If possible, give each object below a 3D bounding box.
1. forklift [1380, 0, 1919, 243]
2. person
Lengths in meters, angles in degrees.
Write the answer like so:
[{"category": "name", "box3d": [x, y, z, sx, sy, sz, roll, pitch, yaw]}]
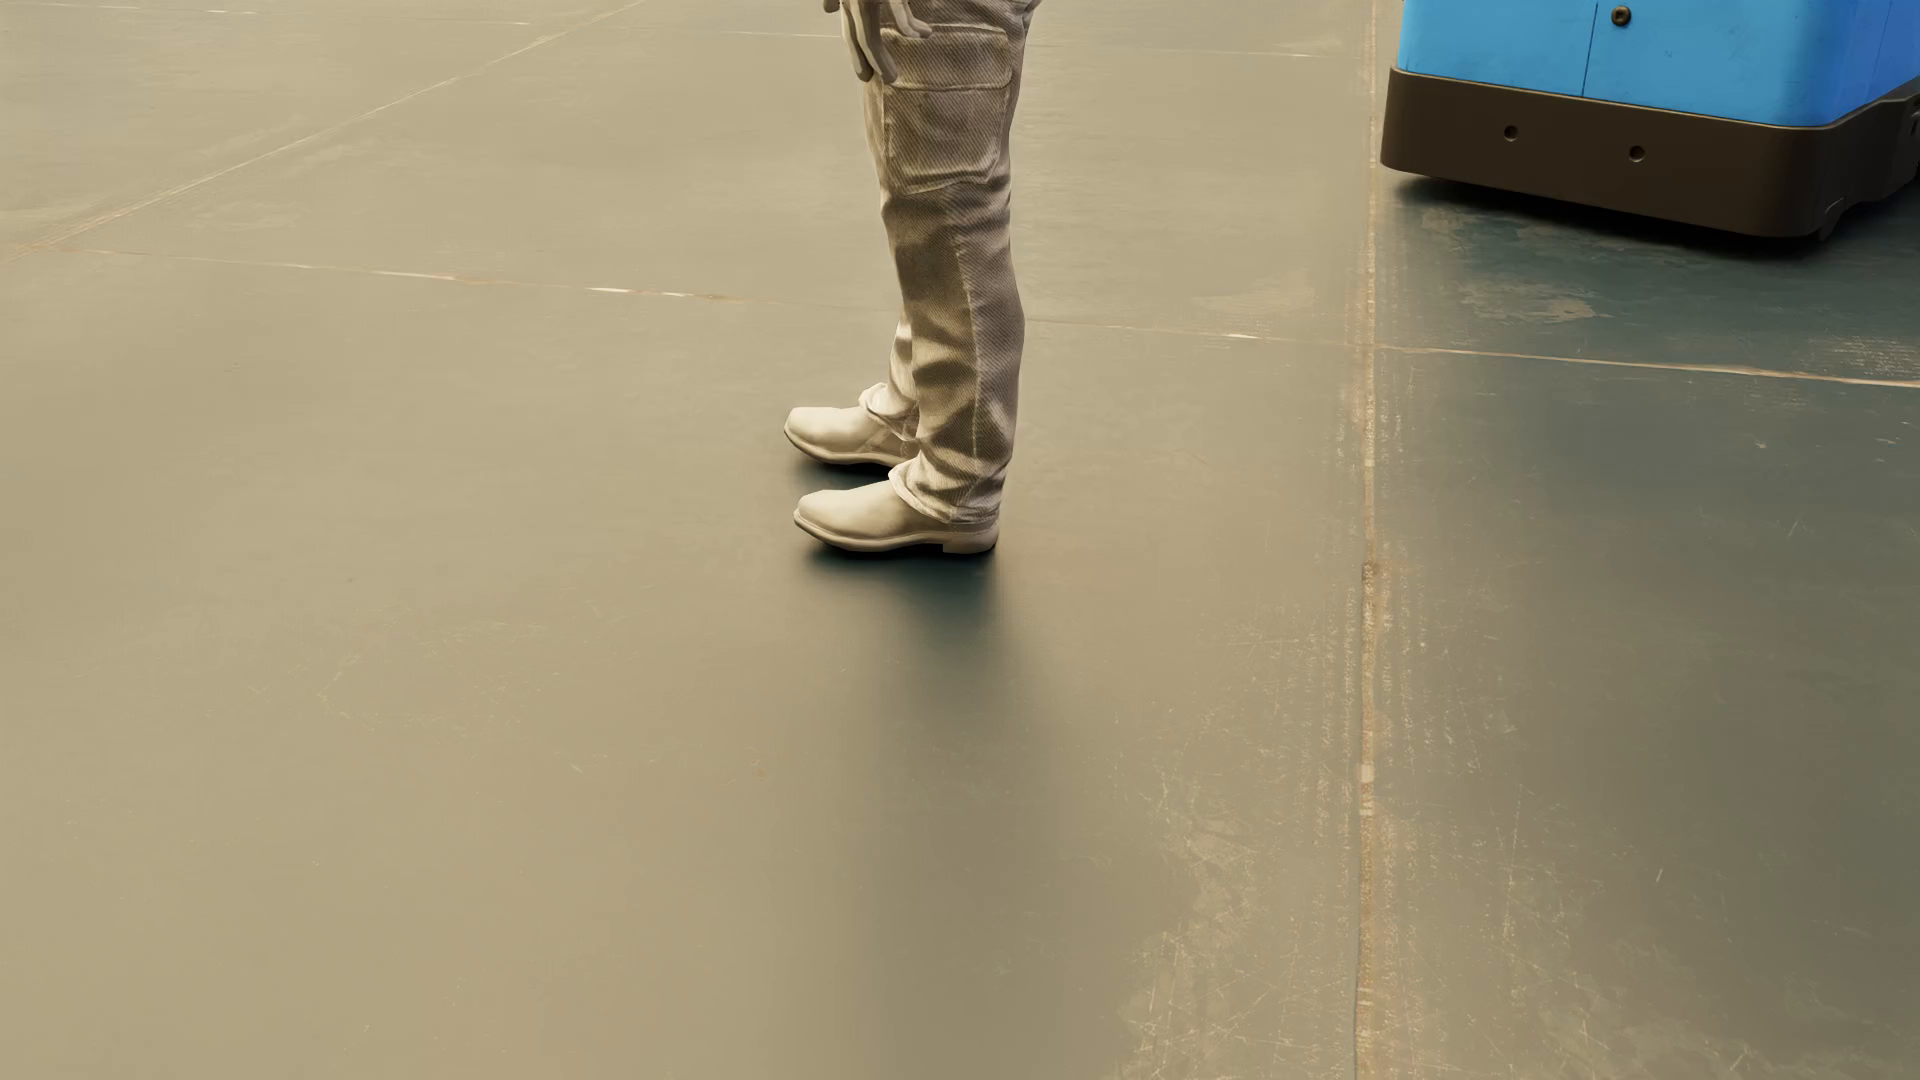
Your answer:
[{"category": "forklift", "box3d": [14.024, -0.998, 1.223, 23.089, 2.935, 13.213, 22, 34, 36]}, {"category": "person", "box3d": [-0.078, -0.813, 2.118, 0.557, 1.784, 0.656, 6, 27, 11]}]
